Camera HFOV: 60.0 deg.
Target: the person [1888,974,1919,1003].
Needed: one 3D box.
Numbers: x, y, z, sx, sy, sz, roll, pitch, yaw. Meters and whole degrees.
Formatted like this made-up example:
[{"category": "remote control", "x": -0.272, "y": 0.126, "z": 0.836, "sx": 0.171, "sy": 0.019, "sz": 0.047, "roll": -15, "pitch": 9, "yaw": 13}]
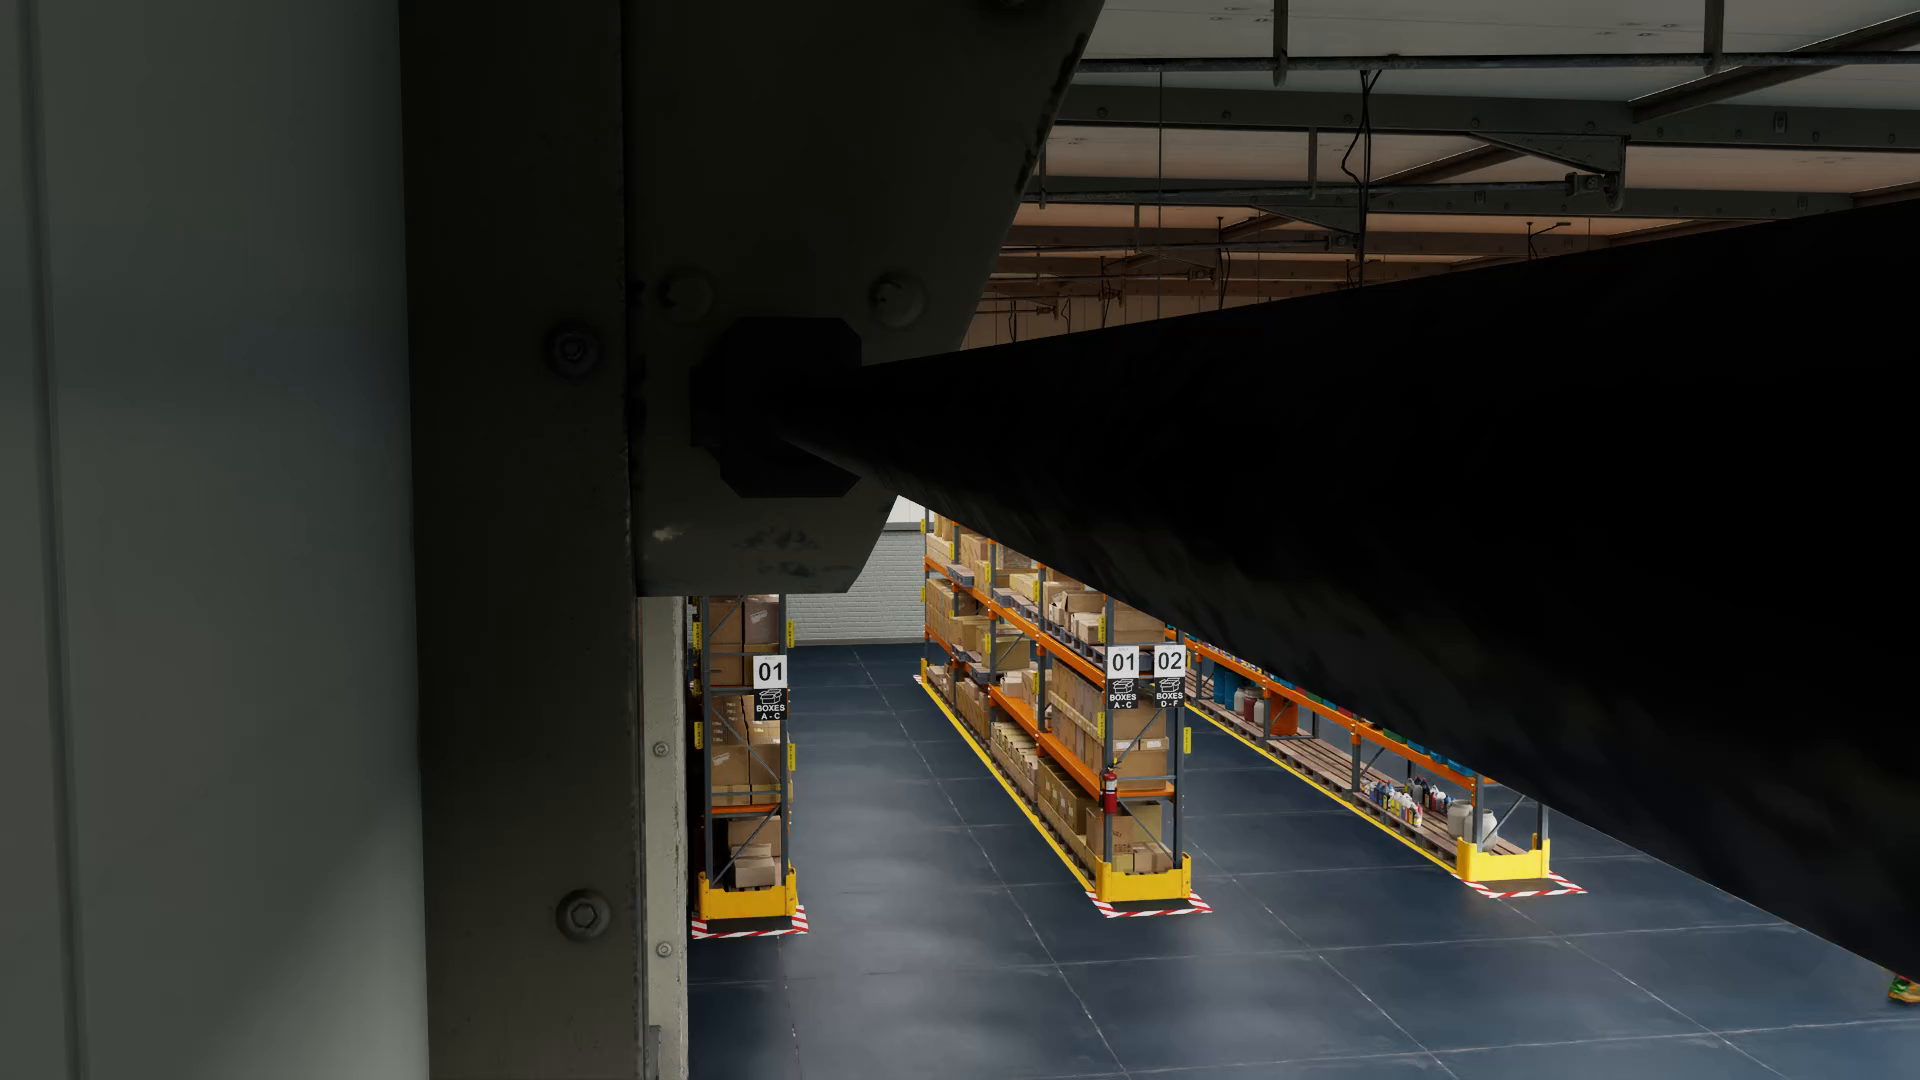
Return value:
[{"category": "person", "x": 10.021, "y": 3.936, "z": 17.219, "sx": 0.676, "sy": 1.785, "sz": 0.686, "roll": 2, "pitch": 5, "yaw": 20}]
